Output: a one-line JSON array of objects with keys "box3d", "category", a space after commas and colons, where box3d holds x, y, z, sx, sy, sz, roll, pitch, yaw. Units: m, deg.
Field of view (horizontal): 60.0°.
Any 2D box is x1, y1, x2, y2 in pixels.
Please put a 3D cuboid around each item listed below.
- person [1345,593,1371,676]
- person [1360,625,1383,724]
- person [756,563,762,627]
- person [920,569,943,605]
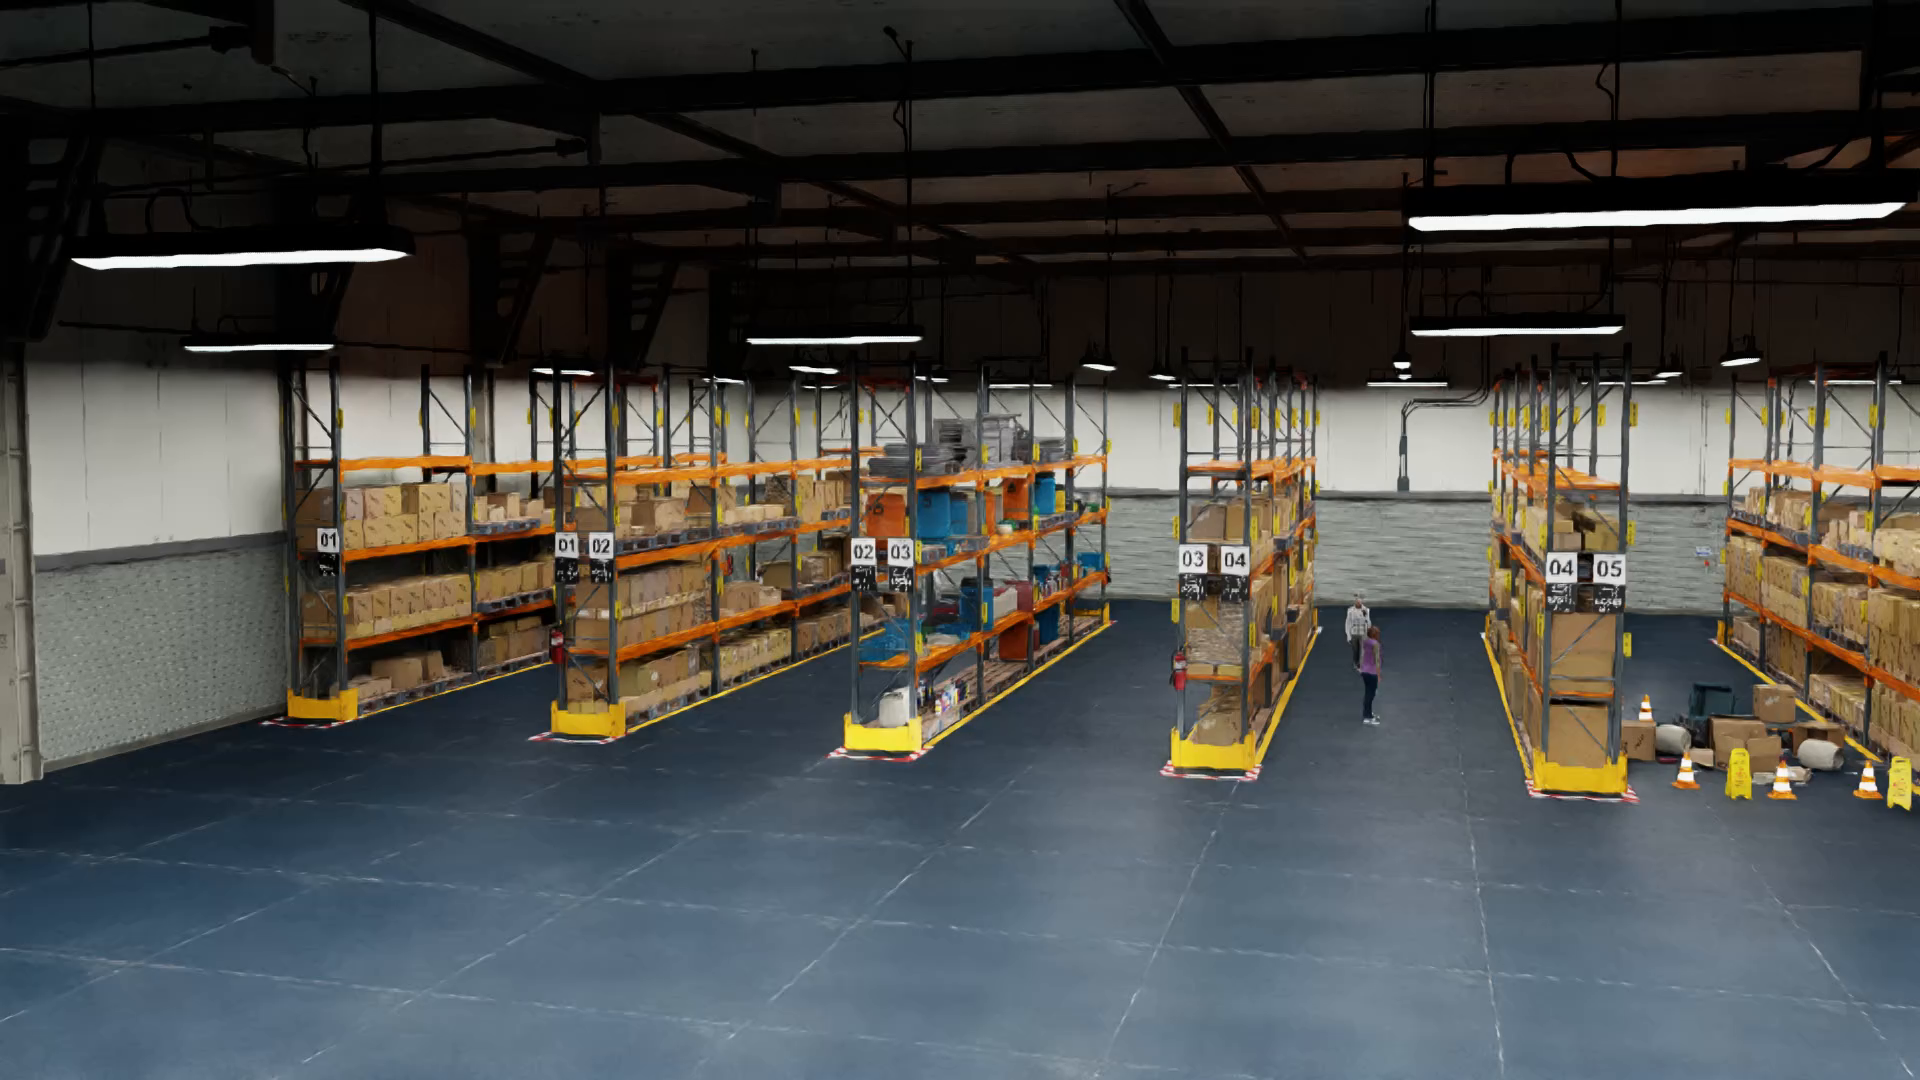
[{"box3d": [7.753, 1.813, 32.374, 0.495, 1.589, 1.086, 1, 4, 18], "category": "person"}, {"box3d": [6.777, 2.189, 27.247, 0.419, 1.603, 0.491, -1, 4, -13], "category": "person"}, {"box3d": [-4.663, 1.336, 39.011, 0.592, 1.623, 0.531, 1, 4, 13], "category": "person"}, {"box3d": [-0.780, 0.892, 44.159, 0.696, 1.717, 0.798, 0, 4, -5], "category": "person"}]
